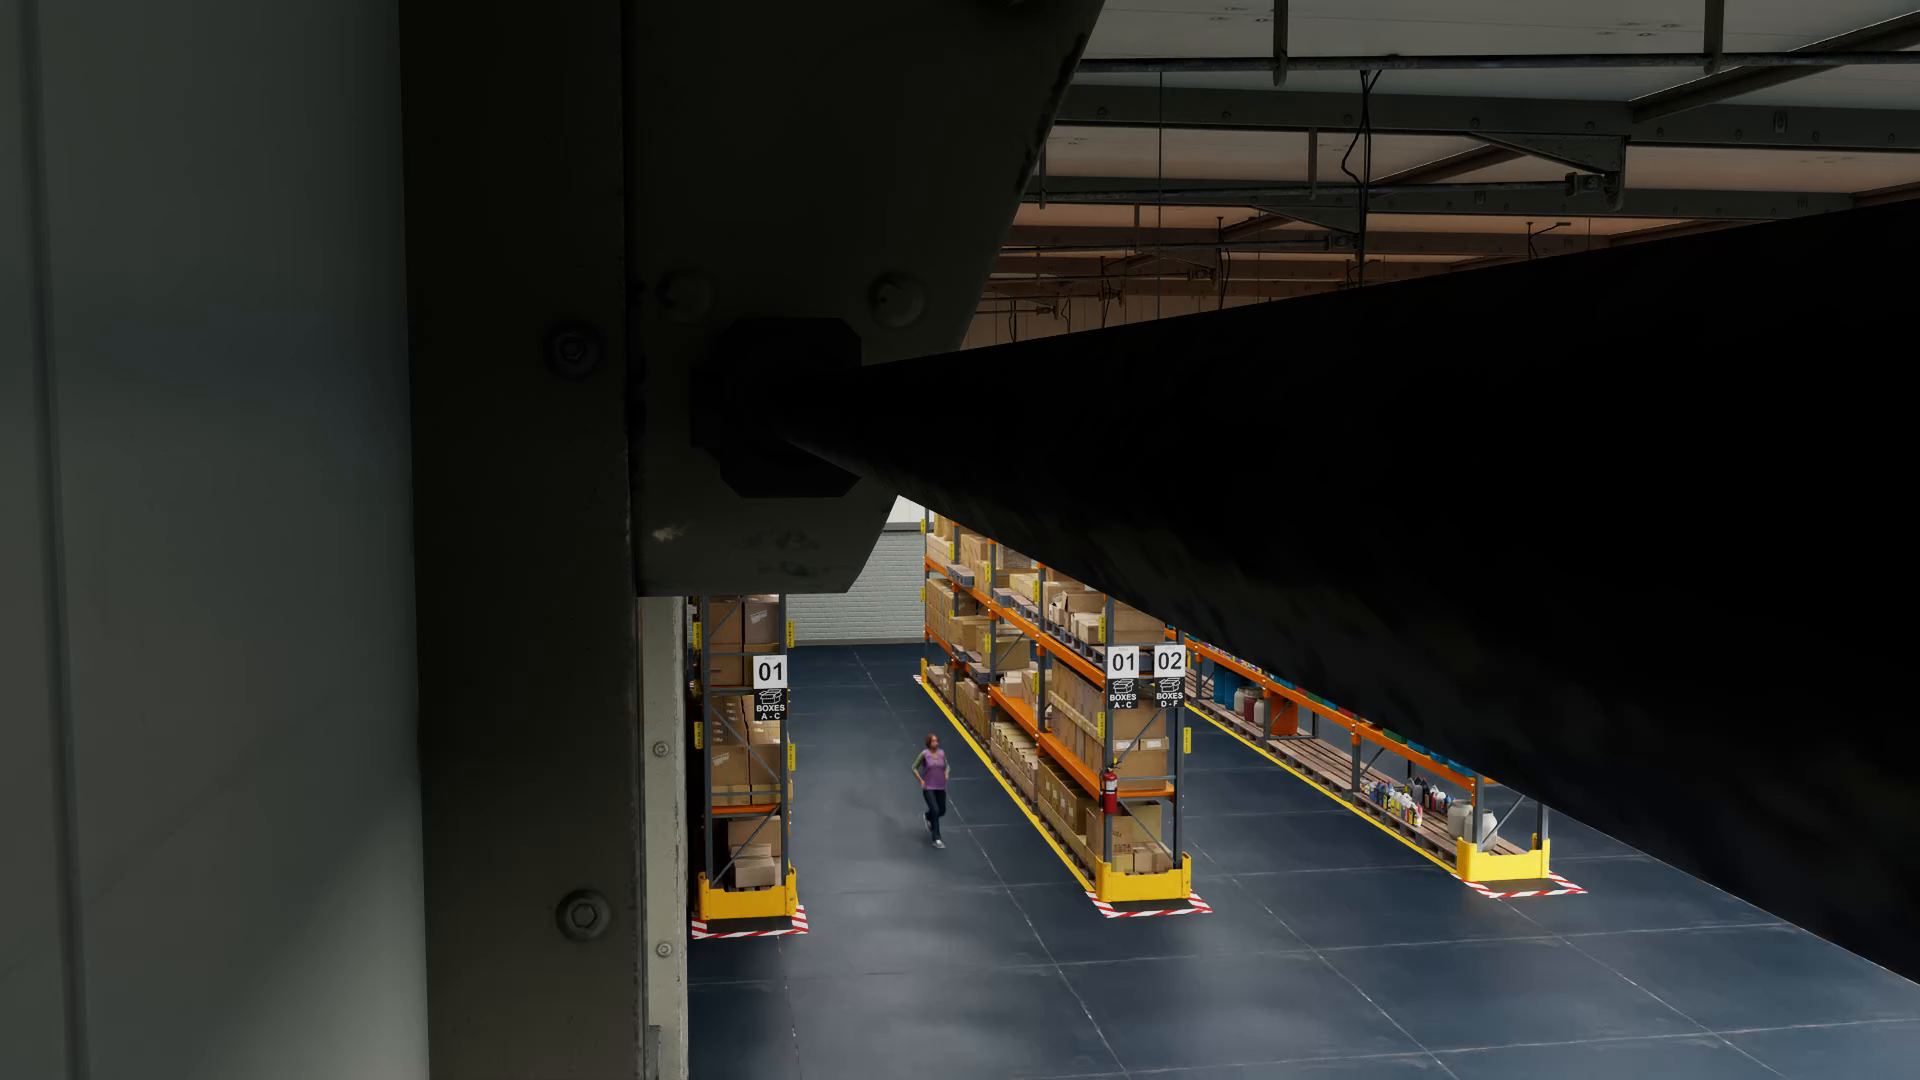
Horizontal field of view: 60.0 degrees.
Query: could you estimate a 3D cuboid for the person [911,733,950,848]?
[{"bbox_3d":[-0.396,3.491,23.386,0.547,1.563,0.755,-2,6,-26],"label":"person"}]
